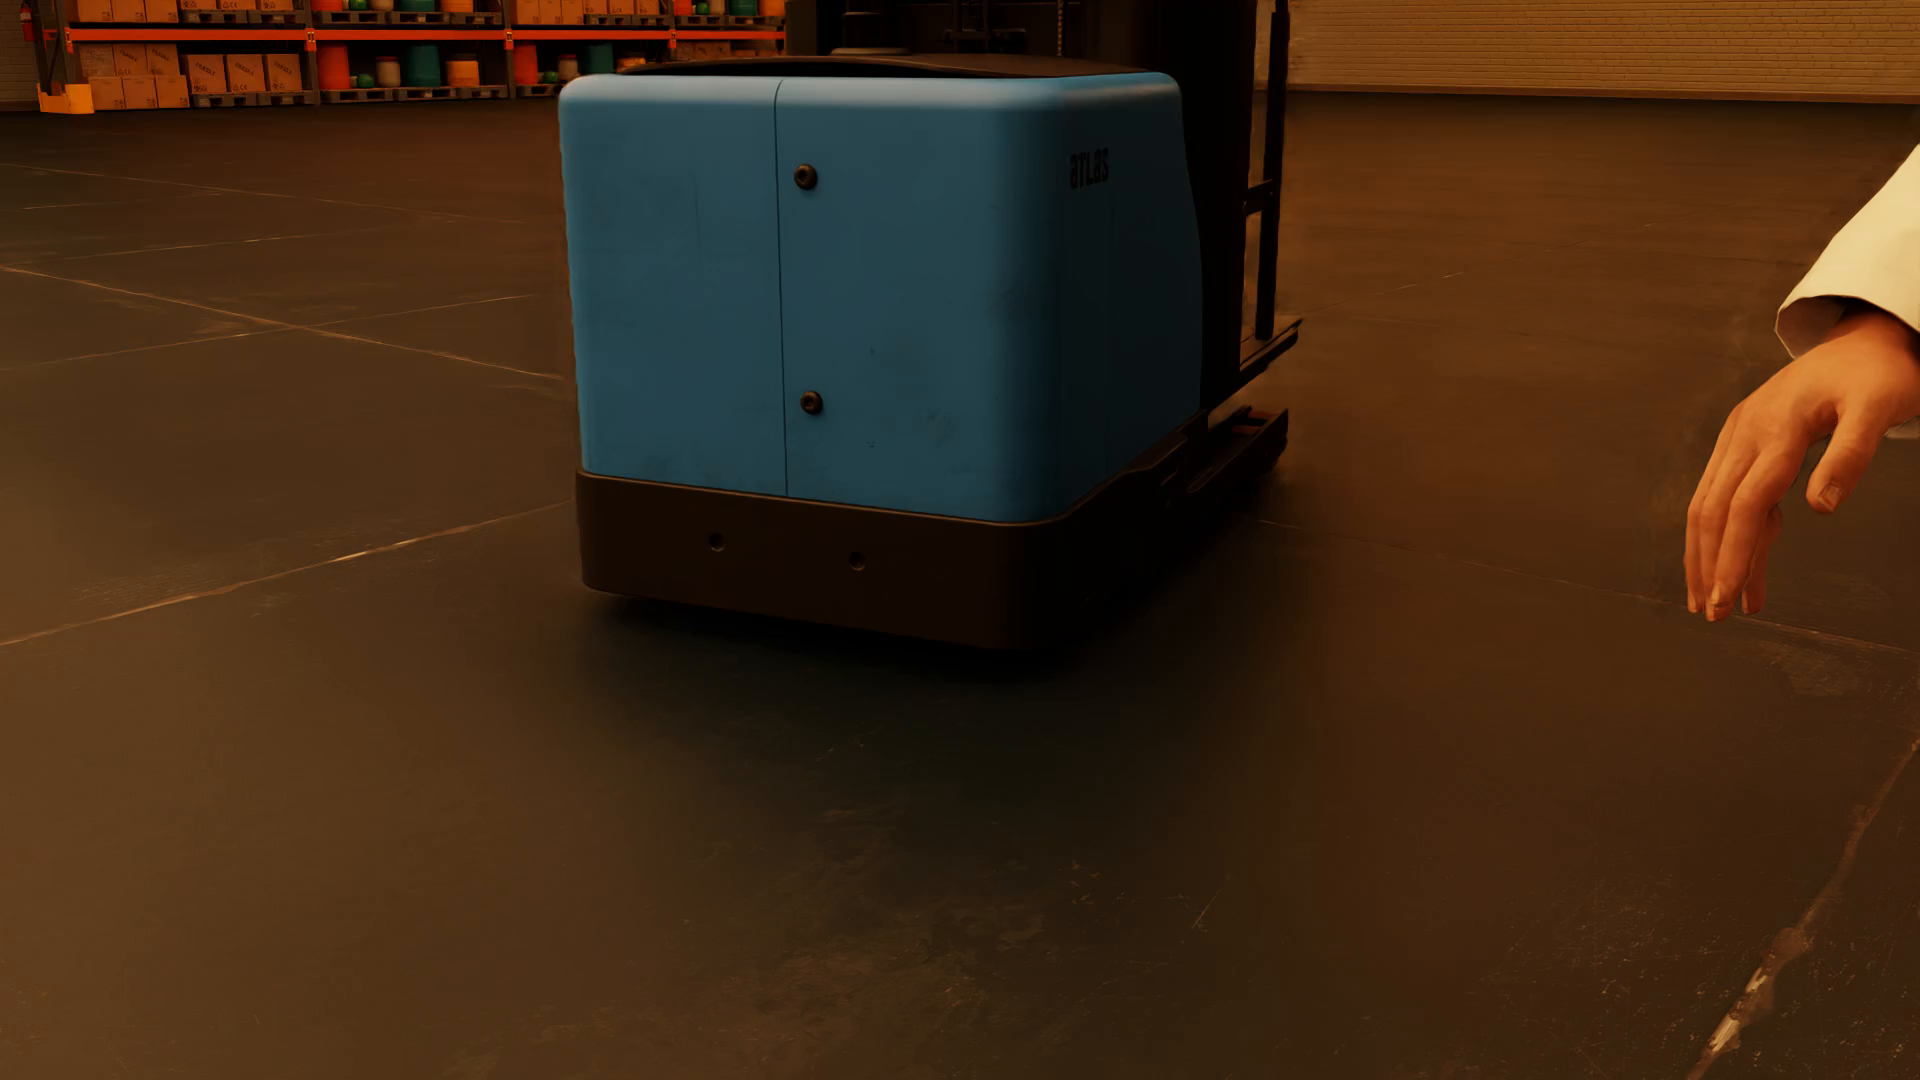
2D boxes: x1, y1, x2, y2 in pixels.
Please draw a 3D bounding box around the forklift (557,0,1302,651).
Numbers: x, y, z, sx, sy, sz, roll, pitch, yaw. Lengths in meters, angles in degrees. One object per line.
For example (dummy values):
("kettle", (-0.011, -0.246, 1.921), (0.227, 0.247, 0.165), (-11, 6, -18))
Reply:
("forklift", (0.262, -1.586, 4.120), (1.130, 2.935, 3.031), (7, 18, 22))
